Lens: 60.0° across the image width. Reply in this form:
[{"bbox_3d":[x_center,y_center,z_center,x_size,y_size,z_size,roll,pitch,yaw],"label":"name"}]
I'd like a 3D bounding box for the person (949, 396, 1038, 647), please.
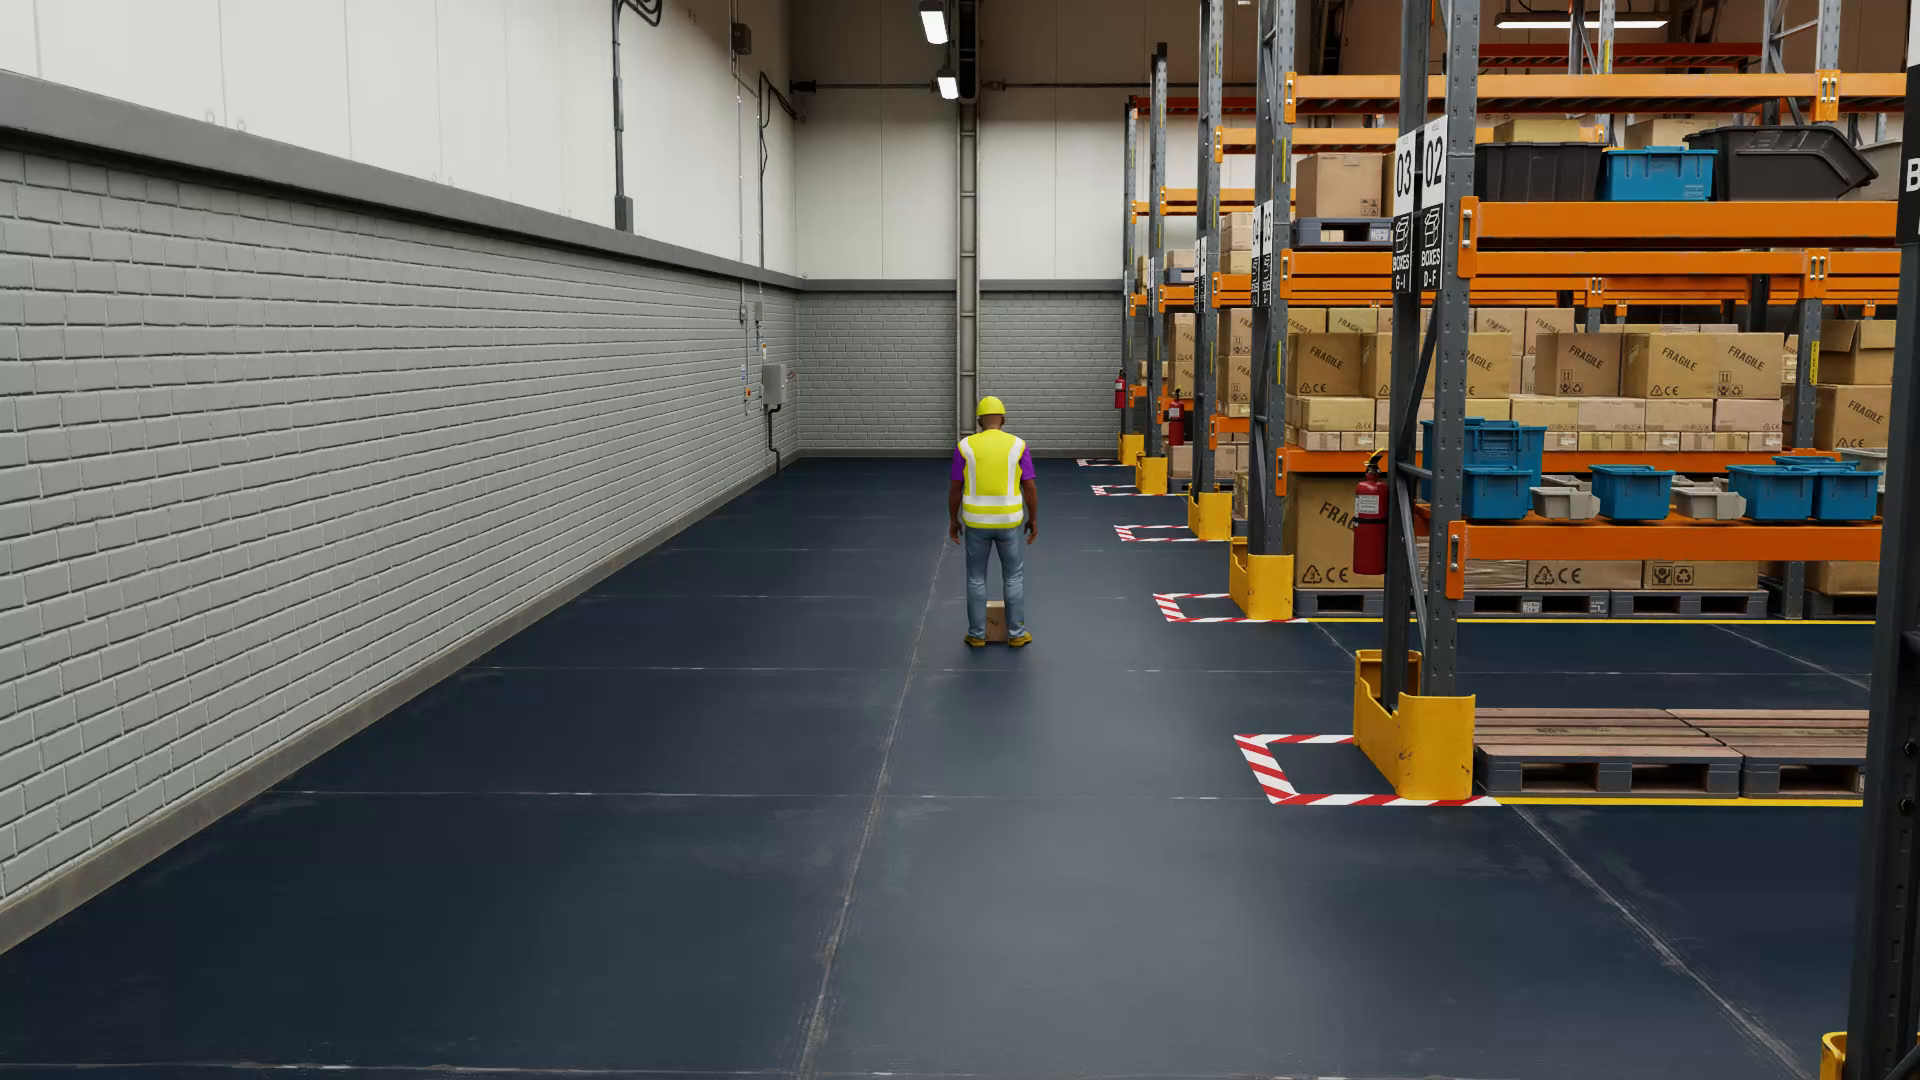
[{"bbox_3d":[0.236,-0.132,11.740,0.628,1.761,0.457,0,7,2],"label":"person"}]
